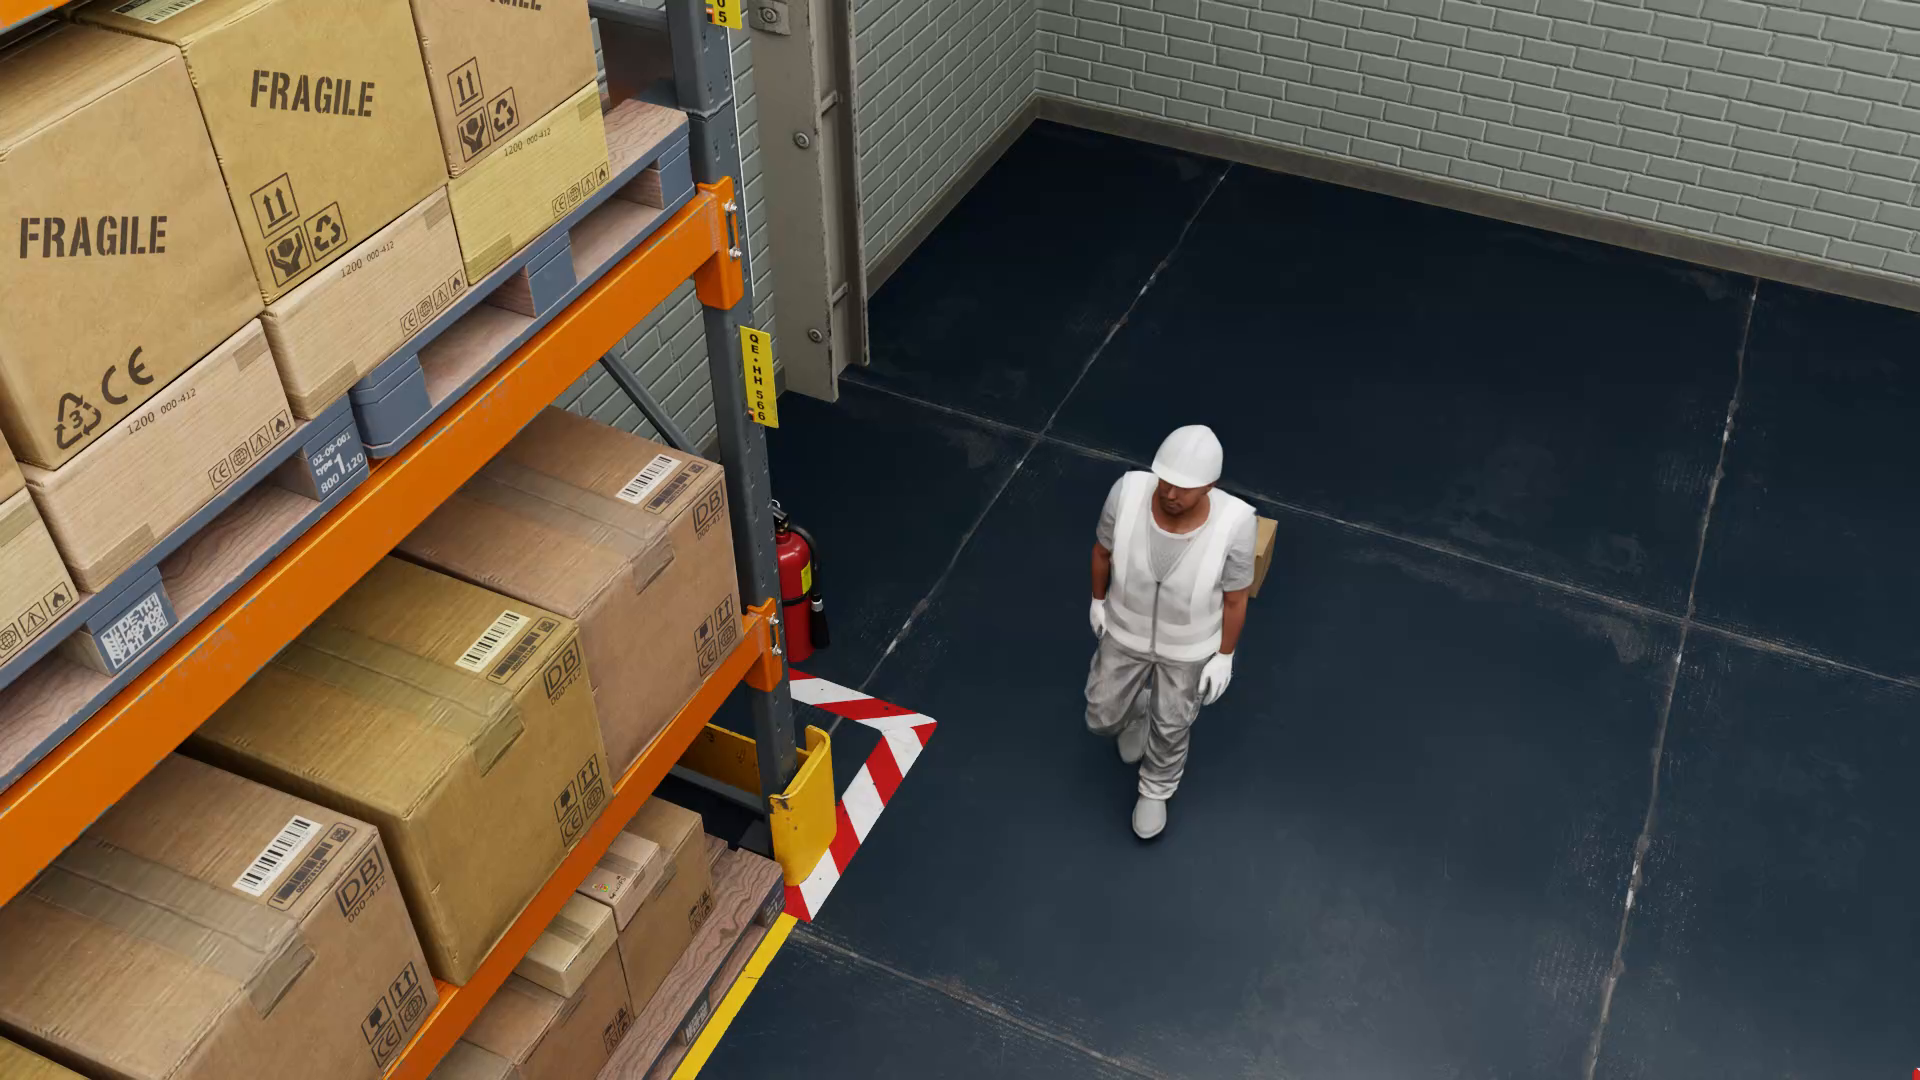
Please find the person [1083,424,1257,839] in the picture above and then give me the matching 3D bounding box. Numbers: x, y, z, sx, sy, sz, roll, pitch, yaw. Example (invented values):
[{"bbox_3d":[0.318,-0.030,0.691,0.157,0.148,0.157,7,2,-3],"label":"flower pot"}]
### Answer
[{"bbox_3d":[0.714,0.284,5.784,0.563,1.777,0.526,14,44,16],"label":"person"}]
